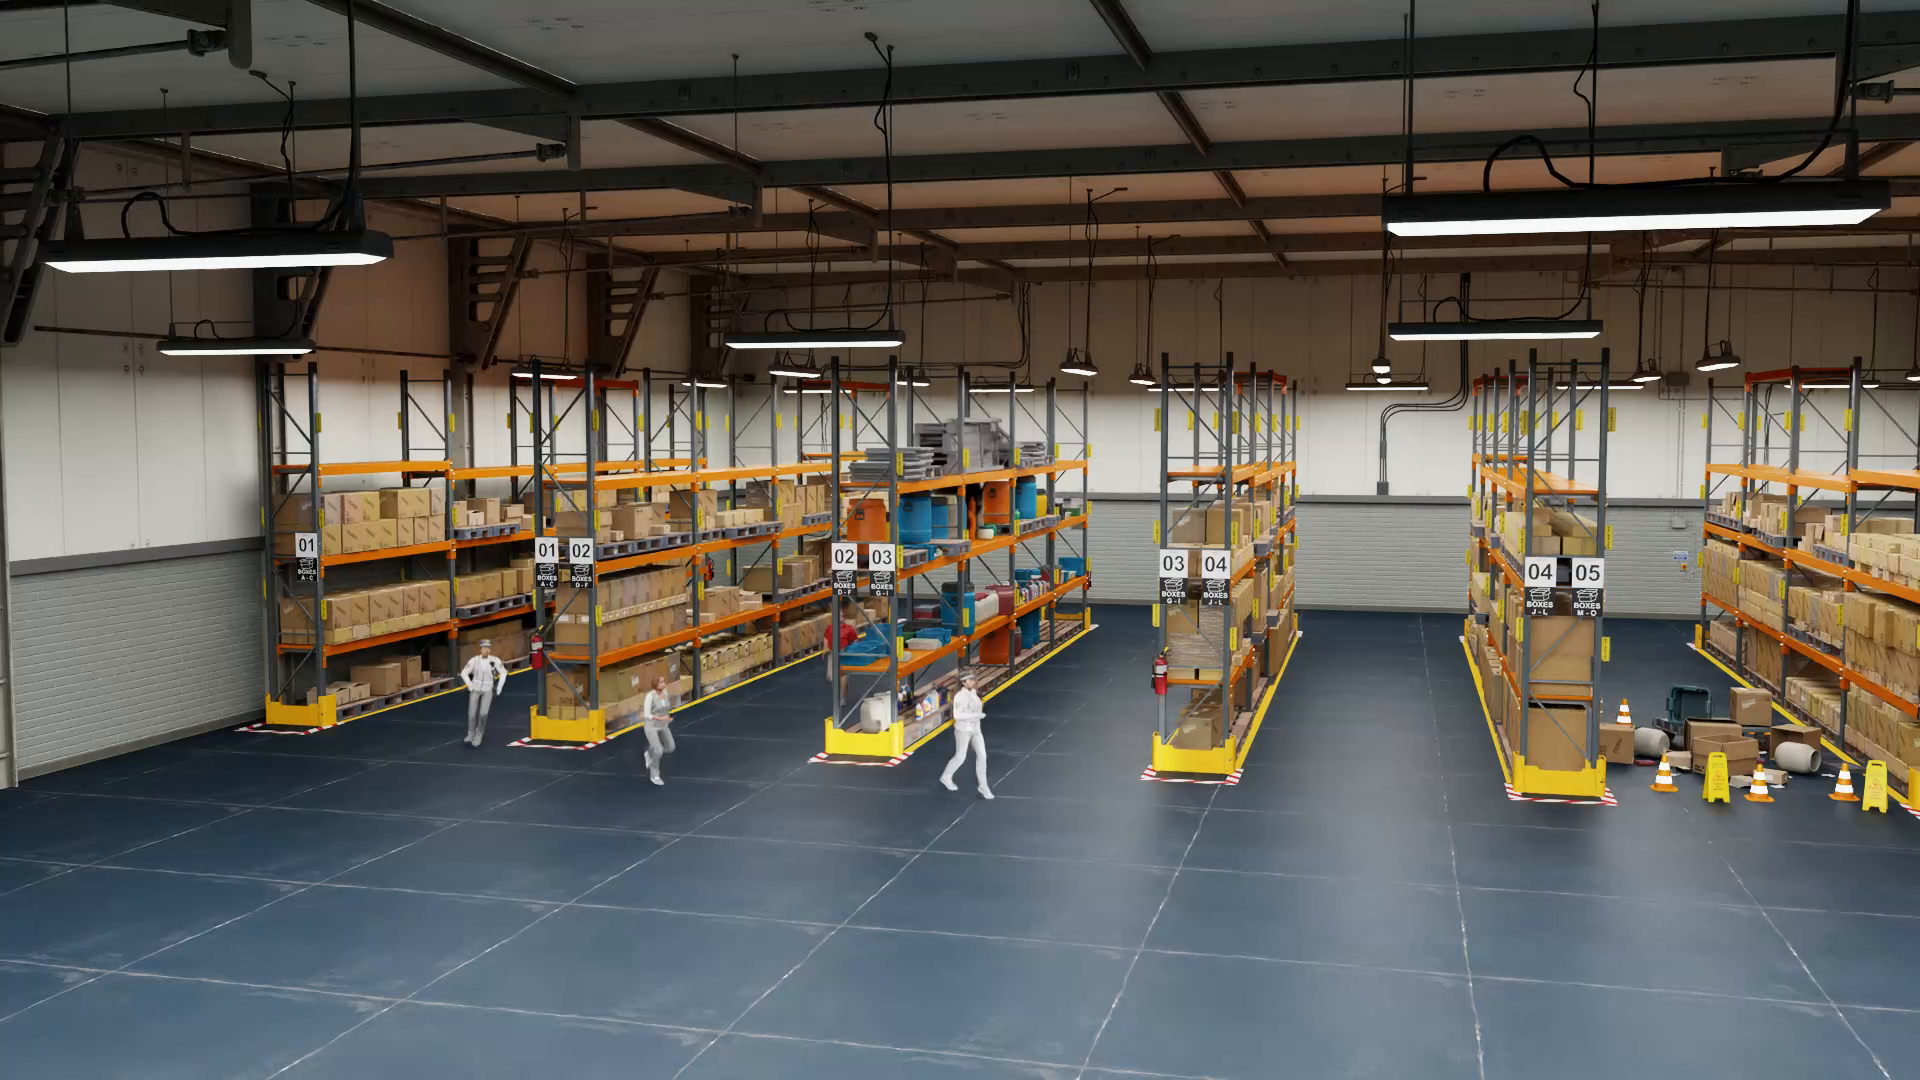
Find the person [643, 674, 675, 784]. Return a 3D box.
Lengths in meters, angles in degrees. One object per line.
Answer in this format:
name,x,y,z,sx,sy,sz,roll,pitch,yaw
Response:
person,-4.145,2.621,23.013,0.610,1.549,0.579,3,5,36

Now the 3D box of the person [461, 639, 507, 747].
person,-7.406,2.364,25.848,0.673,1.669,0.625,-1,4,-10

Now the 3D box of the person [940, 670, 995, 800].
person,0.086,2.587,22.261,0.831,1.742,0.603,3,5,41

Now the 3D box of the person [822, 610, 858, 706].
person,-2.144,2.092,29.432,0.665,1.685,0.593,1,4,10
